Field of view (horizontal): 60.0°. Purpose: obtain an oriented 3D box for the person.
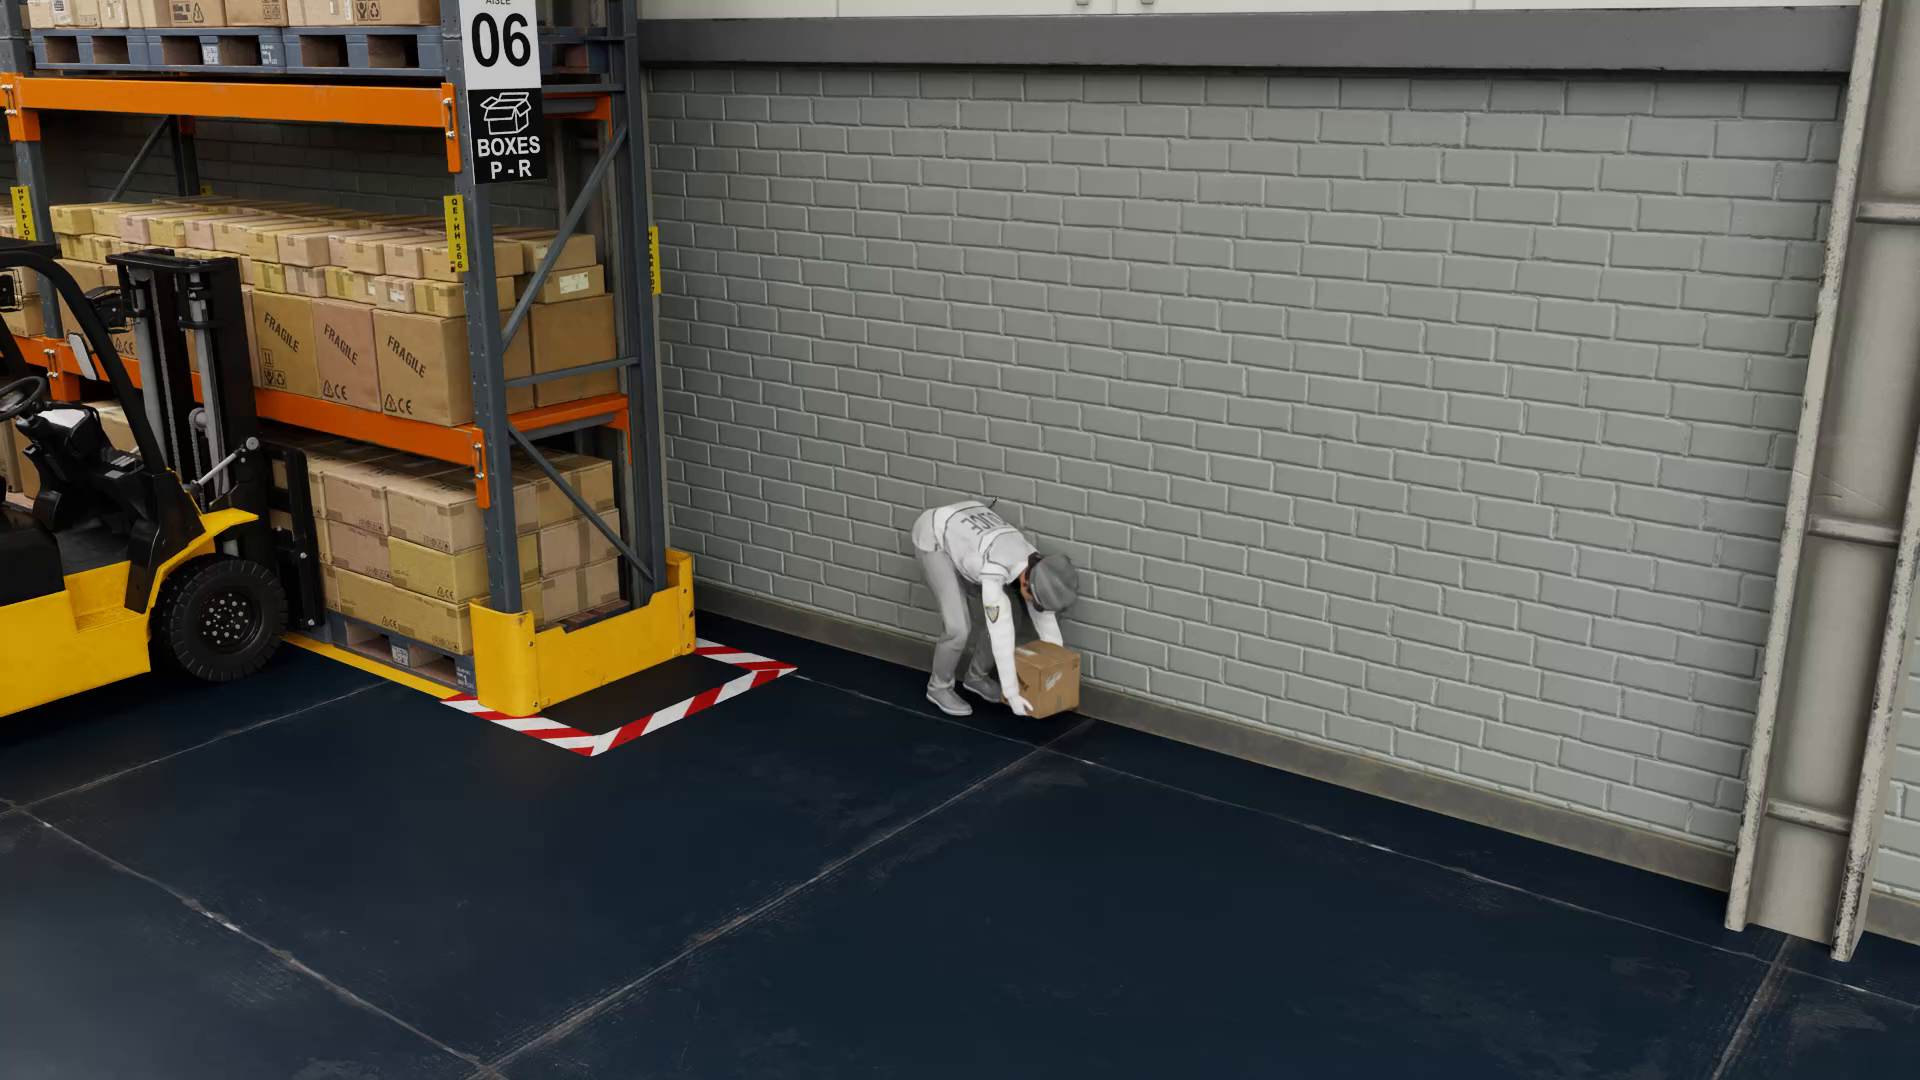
[{"bbox_3d":[0.162,0.341,7.610,0.444,0.972,0.897,-15,22,-41],"label":"person"}]
